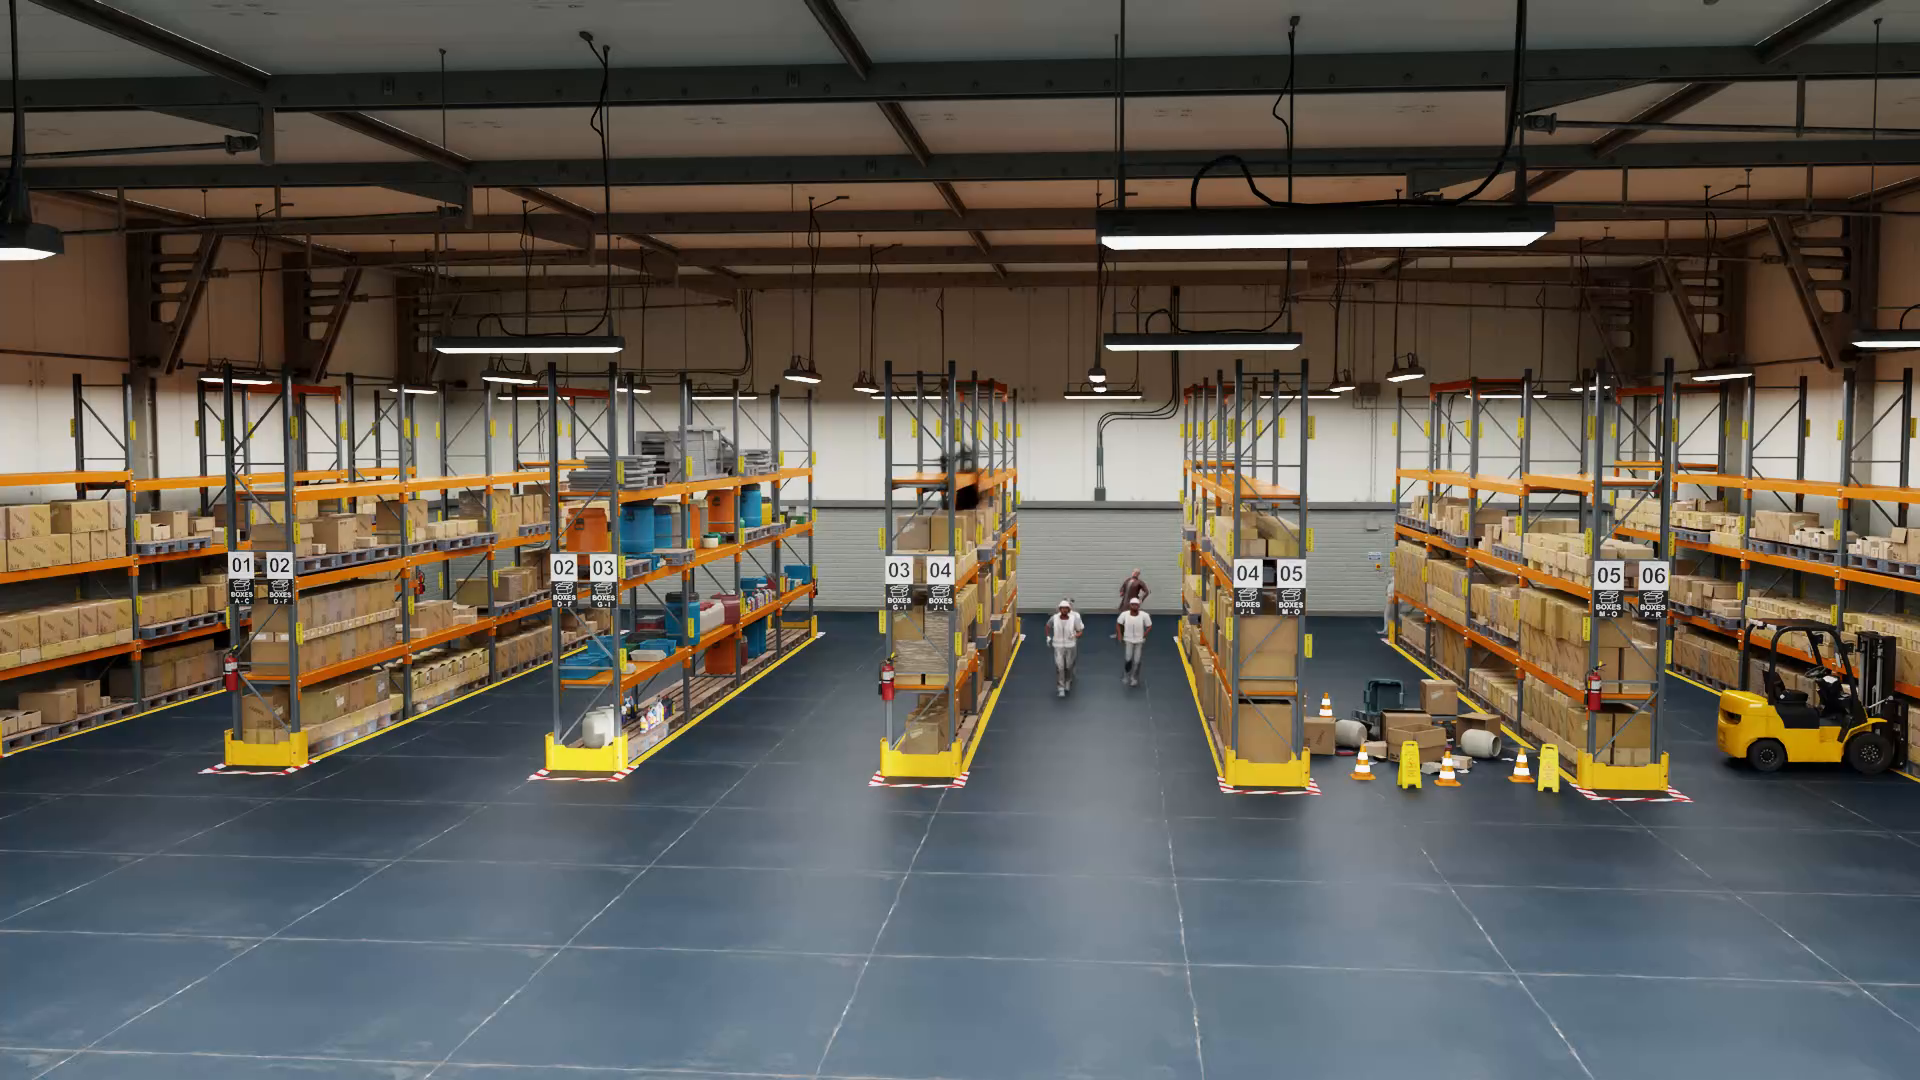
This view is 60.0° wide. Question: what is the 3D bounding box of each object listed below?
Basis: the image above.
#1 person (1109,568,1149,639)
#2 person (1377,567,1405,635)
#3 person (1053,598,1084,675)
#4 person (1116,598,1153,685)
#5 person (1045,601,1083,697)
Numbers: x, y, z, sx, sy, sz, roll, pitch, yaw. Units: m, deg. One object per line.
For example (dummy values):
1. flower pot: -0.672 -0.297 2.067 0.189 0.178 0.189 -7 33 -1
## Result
1. person: 4.040 1.532 39.781 0.876 1.702 0.781 -2 4 -33
2. person: 10.568 1.469 40.433 0.888 1.730 0.731 2 4 26
3. person: 2.164 1.987 33.394 0.632 1.662 0.595 0 4 4
4. person: 3.414 1.990 32.522 0.704 1.730 0.612 0 4 4
5. person: 1.965 2.026 31.411 0.700 1.774 0.913 0 4 1
